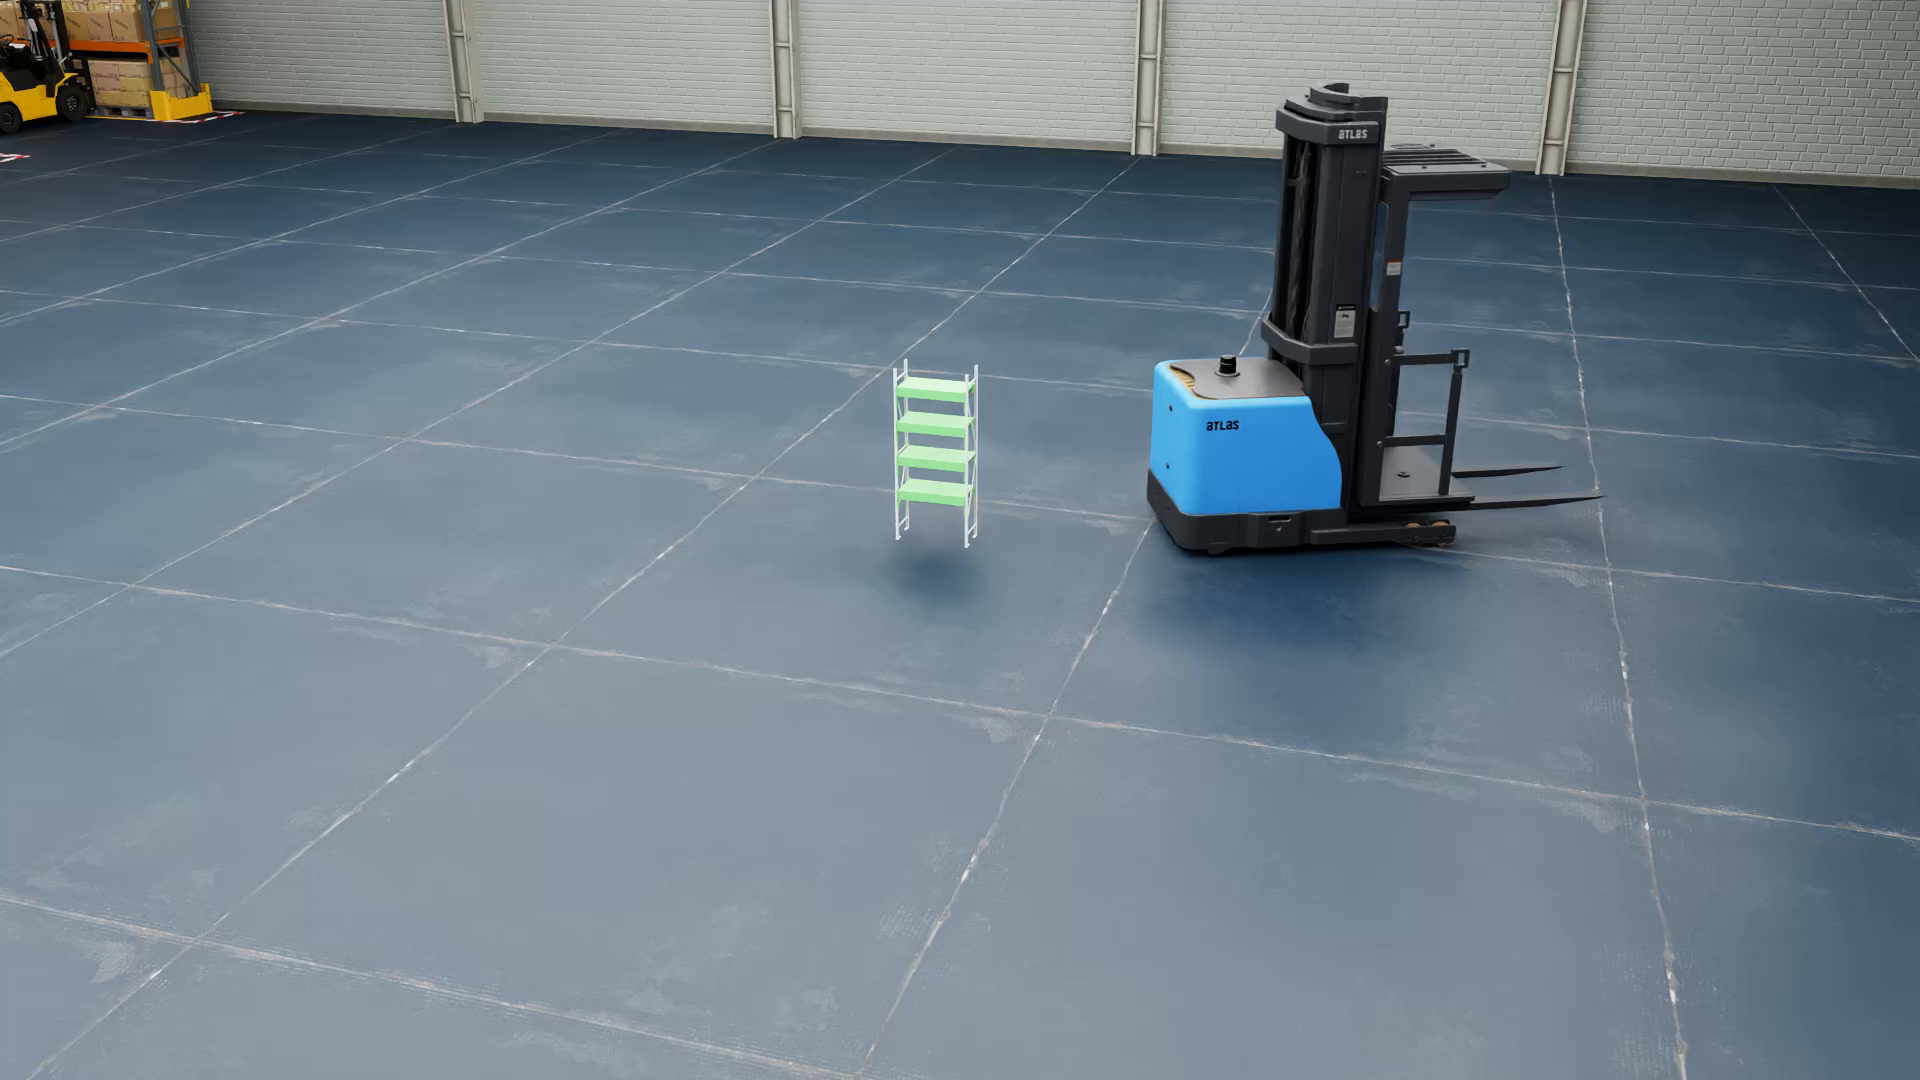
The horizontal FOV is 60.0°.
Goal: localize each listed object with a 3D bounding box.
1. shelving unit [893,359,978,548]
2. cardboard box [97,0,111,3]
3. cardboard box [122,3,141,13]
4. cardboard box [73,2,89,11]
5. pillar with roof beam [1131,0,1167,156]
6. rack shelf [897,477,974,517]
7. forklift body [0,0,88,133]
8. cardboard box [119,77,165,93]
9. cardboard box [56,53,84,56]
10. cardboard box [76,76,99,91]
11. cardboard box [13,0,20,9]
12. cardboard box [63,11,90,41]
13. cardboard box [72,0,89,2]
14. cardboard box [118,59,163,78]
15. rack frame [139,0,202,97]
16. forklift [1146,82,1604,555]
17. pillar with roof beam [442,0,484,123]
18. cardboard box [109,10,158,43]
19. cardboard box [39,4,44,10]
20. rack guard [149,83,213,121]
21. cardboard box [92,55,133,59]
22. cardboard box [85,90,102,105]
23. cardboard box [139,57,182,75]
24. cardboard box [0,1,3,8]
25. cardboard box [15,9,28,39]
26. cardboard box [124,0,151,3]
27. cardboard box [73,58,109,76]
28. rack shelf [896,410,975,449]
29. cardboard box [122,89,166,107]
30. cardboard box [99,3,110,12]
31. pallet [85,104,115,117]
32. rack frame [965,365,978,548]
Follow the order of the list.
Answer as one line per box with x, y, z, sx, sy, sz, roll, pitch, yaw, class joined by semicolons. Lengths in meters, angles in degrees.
-0.158;-0.573;11.087;0.503;1.200;0.258;7;23;16;shelving unit
-14.836;-9.475;29.038;0.250;0.149;0.380;7;23;17;cardboard box
-14.342;-9.276;28.946;0.250;0.149;0.380;7;23;16;cardboard box
-15.329;-9.388;29.217;0.250;0.149;0.380;6;23;14;cardboard box
1.654;-8.636;20.465;0.400;9.000;9.100;7;23;16;pillar with roof beam
-0.158;-0.292;11.202;0.480;0.148;0.258;7;23;16;rack shelf
-16.271;-8.146;28.295;1.214;2.155;2.313;7;23;16;forklift body
-14.485;-8.087;29.444;0.500;0.250;0.500;6;23;15;cardboard box
-16.261;-8.723;30.335;0.500;0.250;0.500;7;23;16;cardboard box
-15.462;-8.195;29.707;0.500;0.250;0.500;6;23;14;cardboard box
-16.558;-9.519;29.536;0.250;0.149;0.380;6;23;15;cardboard box
-15.460;-9.115;29.407;0.500;0.500;0.500;6;23;14;cardboard box
-15.334;-9.518;29.142;0.250;0.149;0.380;7;23;17;cardboard box
-14.460;-8.316;29.342;0.500;0.250;0.500;7;23;17;cardboard box
-13.929;-8.994;29.243;0.127;3.000;1.000;7;23;16;rack frame
2.882;-1.497;11.056;3.031;2.935;1.130;-3;22;-7;forklift
-9.834;-9.951;23.672;0.400;9.000;9.100;7;23;16;pillar with roof beam
-14.476;-8.999;29.123;0.500;0.500;0.500;6;23;14;cardboard box
-16.054;-9.471;29.421;0.250;0.149;0.380;6;23;14;cardboard box
-13.906;-7.835;29.711;0.348;0.500;1.175;7;23;16;rack guard
-15.289;-8.612;30.065;0.500;0.250;0.500;6;23;15;cardboard box
-15.420;-7.969;29.814;0.500;0.250;0.500;7;23;16;cardboard box
-14.334;-8.500;29.792;0.500;0.250;0.500;6;23;15;cardboard box
-17.023;-9.602;29.739;0.250;0.149;0.380;6;23;15;cardboard box
-16.420;-9.229;29.684;0.500;0.500;0.500;6;23;15;cardboard box
-14.333;-9.440;28.954;0.250;0.149;0.380;7;23;16;cardboard box
-15.436;-8.421;29.600;0.500;0.250;0.500;7;23;16;cardboard box
-0.158;-0.736;11.020;0.480;0.148;0.258;7;23;16;rack shelf
-14.470;-7.853;29.531;0.500;0.250;0.500;7;23;16;cardboard box
-14.826;-9.344;29.111;0.250;0.149;0.380;7;23;17;cardboard box
-15.837;-7.907;30.267;1.213;0.211;1.003;7;23;15;pallet
0.075;-0.547;11.021;0.015;1.200;0.240;7;23;16;rack frame
